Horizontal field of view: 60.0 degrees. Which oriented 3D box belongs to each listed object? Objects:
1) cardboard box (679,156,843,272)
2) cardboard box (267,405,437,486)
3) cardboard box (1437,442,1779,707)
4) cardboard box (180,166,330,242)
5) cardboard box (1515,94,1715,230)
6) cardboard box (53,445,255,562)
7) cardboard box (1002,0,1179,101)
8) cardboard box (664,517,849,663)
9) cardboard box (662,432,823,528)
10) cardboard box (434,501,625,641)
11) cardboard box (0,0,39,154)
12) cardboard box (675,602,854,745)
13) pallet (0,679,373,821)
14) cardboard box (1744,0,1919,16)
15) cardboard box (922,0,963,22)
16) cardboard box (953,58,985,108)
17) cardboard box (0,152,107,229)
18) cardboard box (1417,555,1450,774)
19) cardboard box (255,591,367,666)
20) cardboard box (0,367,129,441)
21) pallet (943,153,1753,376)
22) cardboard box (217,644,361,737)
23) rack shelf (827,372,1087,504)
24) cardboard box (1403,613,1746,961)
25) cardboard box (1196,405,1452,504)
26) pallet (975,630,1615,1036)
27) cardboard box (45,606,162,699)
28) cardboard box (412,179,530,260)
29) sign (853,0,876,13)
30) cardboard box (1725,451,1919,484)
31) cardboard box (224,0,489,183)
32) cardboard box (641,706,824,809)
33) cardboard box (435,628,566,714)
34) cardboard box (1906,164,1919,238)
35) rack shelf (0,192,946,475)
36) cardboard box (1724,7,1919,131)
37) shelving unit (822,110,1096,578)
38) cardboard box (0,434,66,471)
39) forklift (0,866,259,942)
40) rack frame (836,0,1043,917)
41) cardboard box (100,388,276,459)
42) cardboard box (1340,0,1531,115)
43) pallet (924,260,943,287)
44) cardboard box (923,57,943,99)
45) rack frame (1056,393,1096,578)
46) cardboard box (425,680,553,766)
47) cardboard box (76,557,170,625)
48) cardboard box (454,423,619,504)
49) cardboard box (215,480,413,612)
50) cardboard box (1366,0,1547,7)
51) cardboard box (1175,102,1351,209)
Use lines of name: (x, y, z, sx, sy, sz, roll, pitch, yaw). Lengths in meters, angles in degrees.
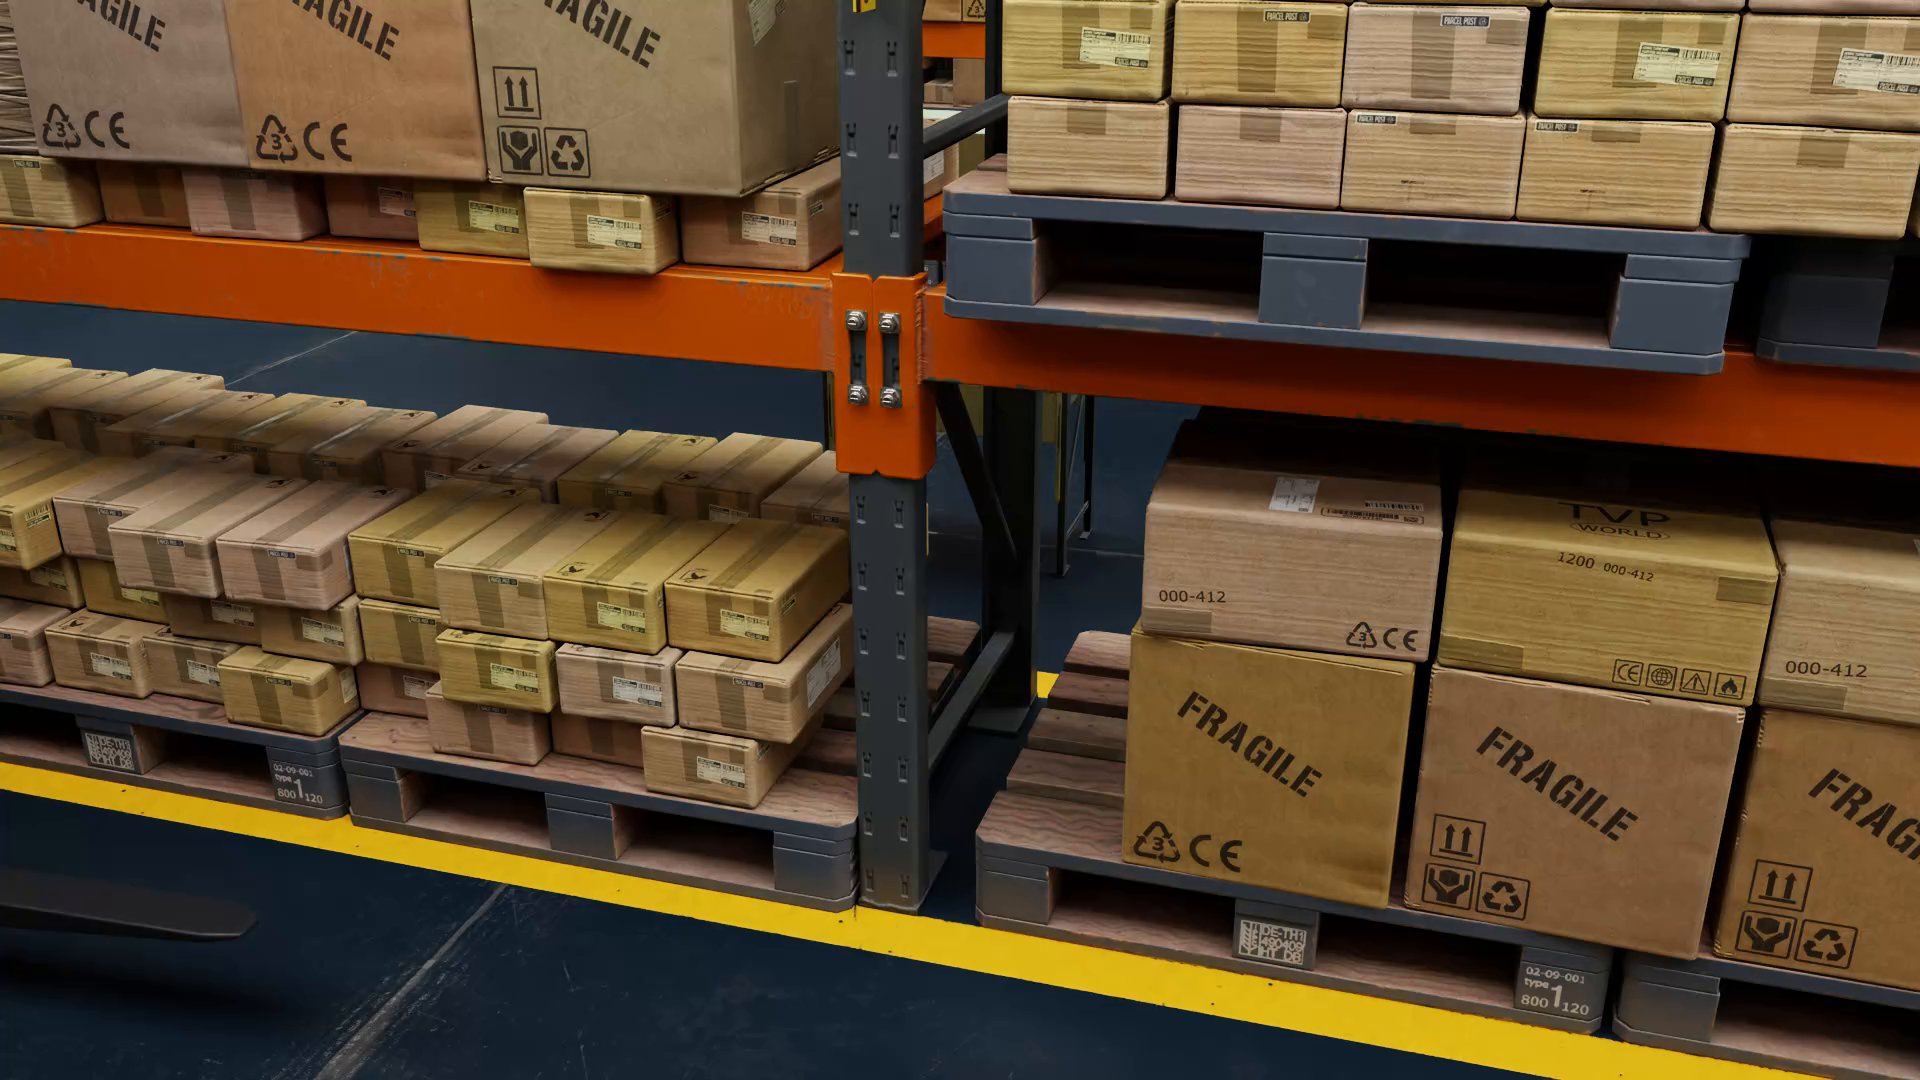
cardboard box: (-0.345, -0.637, 3.202, 0.250, 0.149, 0.380, 6, 23, 15)
cardboard box: (-1.538, -0.210, 4.249, 0.250, 0.149, 0.380, 6, 23, 13)
cardboard box: (1.137, 0.042, 2.966, 0.500, 0.250, 0.500, 7, 23, 17)
cardboard box: (-1.370, -0.733, 3.436, 0.250, 0.149, 0.380, 6, 23, 13)
cardboard box: (0.985, -0.590, 2.534, 0.250, 0.149, 0.380, 7, 23, 16)
cardboard box: (-1.896, -0.086, 3.945, 0.250, 0.149, 0.380, 7, 23, 16)
cardboard box: (0.240, -0.813, 2.684, 0.250, 0.149, 0.380, 7, 23, 16)
cardboard box: (-0.420, 0.098, 3.498, 0.250, 0.149, 0.380, 7, 23, 17)
cardboard box: (-0.521, -0.123, 4.036, 0.250, 0.149, 0.380, 8, 24, 18)
cardboard box: (-0.916, 0.059, 3.592, 0.250, 0.149, 0.380, 6, 23, 15)
cardboard box: (-2.009, -1.119, 3.521, 0.500, 0.500, 0.500, 6, 23, 14)
cardboard box: (-0.398, 0.261, 3.493, 0.250, 0.149, 0.380, 7, 23, 17)
pallet: (-1.829, 0.289, 4.287, 1.213, 0.211, 1.003, 7, 23, 16)
cardboard box: (1.237, -0.837, 2.351, 0.250, 0.149, 0.380, 6, 23, 15)
cardboard box: (-0.169, -2.725, 7.830, 0.500, 0.500, 0.500, 6, 23, 15)
cardboard box: (0.295, -3.688, 13.048, 0.500, 0.500, 0.700, 8, 23, 18)
cardboard box: (-1.863, -0.783, 3.556, 0.250, 0.149, 0.380, 7, 23, 17)
cardboard box: (1.268, 0.201, 3.568, 0.500, 0.500, 0.500, 6, 23, 14)
cardboard box: (-1.383, 0.129, 3.815, 0.250, 0.149, 0.380, 7, 23, 17)
cardboard box: (-2.515, -0.348, 4.586, 0.250, 0.149, 0.380, 6, 23, 13)
pallet: (0.685, -0.582, 2.989, 1.213, 0.211, 1.003, 7, 23, 16)
cardboard box: (-1.469, 0.285, 3.826, 0.250, 0.149, 0.380, 6, 23, 15)
rack shelf: (0.006, -0.392, 5.107, 0.720, 0.370, 0.431, 7, 23, 16)
cardboard box: (1.134, 0.390, 3.108, 0.500, 0.500, 0.500, 8, 24, 18)
cardboard box: (0.782, -0.202, 3.563, 0.500, 0.250, 0.500, 6, 23, 14)
pallet: (0.742, 0.568, 3.608, 1.213, 0.211, 1.003, 7, 23, 16)
cardboard box: (-1.940, 0.217, 3.991, 0.250, 0.149, 0.380, 7, 23, 16)
cardboard box: (-0.862, -0.677, 3.299, 0.250, 0.149, 0.380, 7, 23, 18)
sign: (-0.154, -1.010, 2.639, 0.005, 0.325, 0.100, 7, 23, 16)
cardboard box: (1.780, -0.088, 3.285, 0.500, 0.250, 0.500, 5, 23, 13)
cardboard box: (-1.046, -0.999, 3.229, 0.500, 0.500, 0.500, 6, 23, 14)
cardboard box: (-0.478, 0.398, 3.550, 0.250, 0.149, 0.380, 7, 23, 16)
cardboard box: (-0.922, 0.213, 3.610, 0.250, 0.149, 0.380, 6, 23, 14)
cardboard box: (1.492, -0.534, 2.397, 0.250, 0.149, 0.380, 6, 23, 15)
rack shelf: (-1.919, -0.694, 3.957, 4.000, 0.370, 1.077, 7, 23, 16)
cardboard box: (1.244, -0.700, 2.409, 0.250, 0.149, 0.380, 8, 23, 18)
shelving unit: (0.006, -0.693, 4.984, 0.755, 1.500, 0.431, 7, 23, 16)
cardboard box: (-2.403, -0.124, 4.039, 0.250, 0.149, 0.380, 7, 23, 18)
forklift: (-2.818, -0.473, 2.562, 3.031, 2.935, 1.130, 5, 23, 12)
rack frame: (-0.004, -0.807, 3.286, 0.127, 3.000, 1.000, 7, 23, 16)
cardboard box: (-2.022, -0.270, 4.395, 0.250, 0.149, 0.380, 6, 23, 14)
cardboard box: (0.736, -0.757, 2.548, 0.250, 0.149, 0.380, 7, 23, 17)
pallet: (-0.548, -1.572, 8.823, 1.213, 0.211, 1.003, 7, 23, 16)
cardboard box: (-0.512, -3.797, 13.310, 0.637, 0.503, 0.797, 6, 23, 13)
rack frame: (0.357, -0.653, 4.886, 0.023, 1.500, 0.400, 7, 23, 16)
cardboard box: (-0.974, 0.334, 3.707, 0.250, 0.149, 0.380, 6, 23, 14)
cardboard box: (-1.877, 0.047, 4.014, 0.250, 0.149, 0.380, 8, 24, 18)
cardboard box: (-1.033, -0.153, 4.109, 0.250, 0.149, 0.380, 6, 23, 14)
cardboard box: (-1.428, 0.007, 3.721, 0.250, 0.149, 0.380, 5, 23, 13)
cardboard box: (0.753, -0.893, 2.488, 0.250, 0.149, 0.380, 7, 23, 16)
cardboard box: (0.507, -0.647, 2.672, 0.250, 0.149, 0.380, 7, 23, 16)
